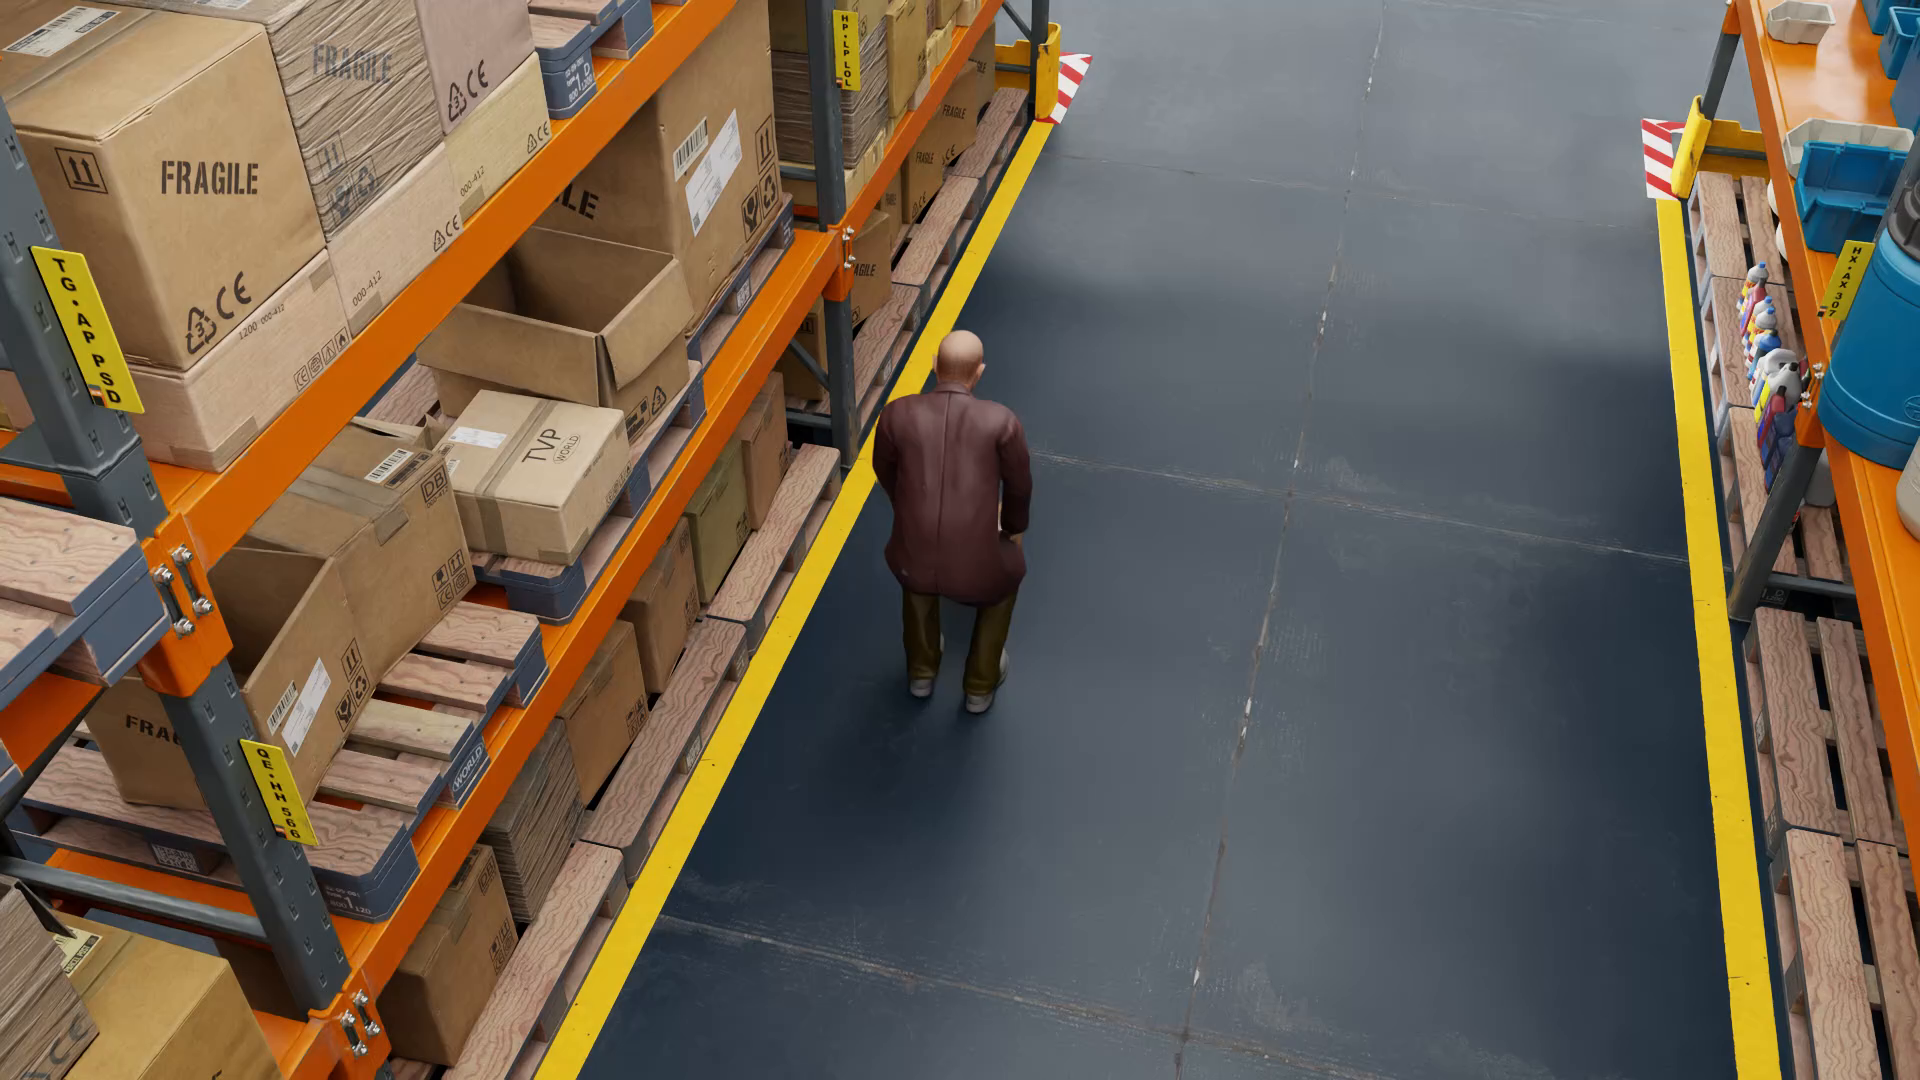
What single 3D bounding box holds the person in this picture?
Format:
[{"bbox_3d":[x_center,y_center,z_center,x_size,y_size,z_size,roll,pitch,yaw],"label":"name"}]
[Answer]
[{"bbox_3d":[-0.046,-0.033,6.398,0.628,1.538,0.635,10,42,12],"label":"person"}]
